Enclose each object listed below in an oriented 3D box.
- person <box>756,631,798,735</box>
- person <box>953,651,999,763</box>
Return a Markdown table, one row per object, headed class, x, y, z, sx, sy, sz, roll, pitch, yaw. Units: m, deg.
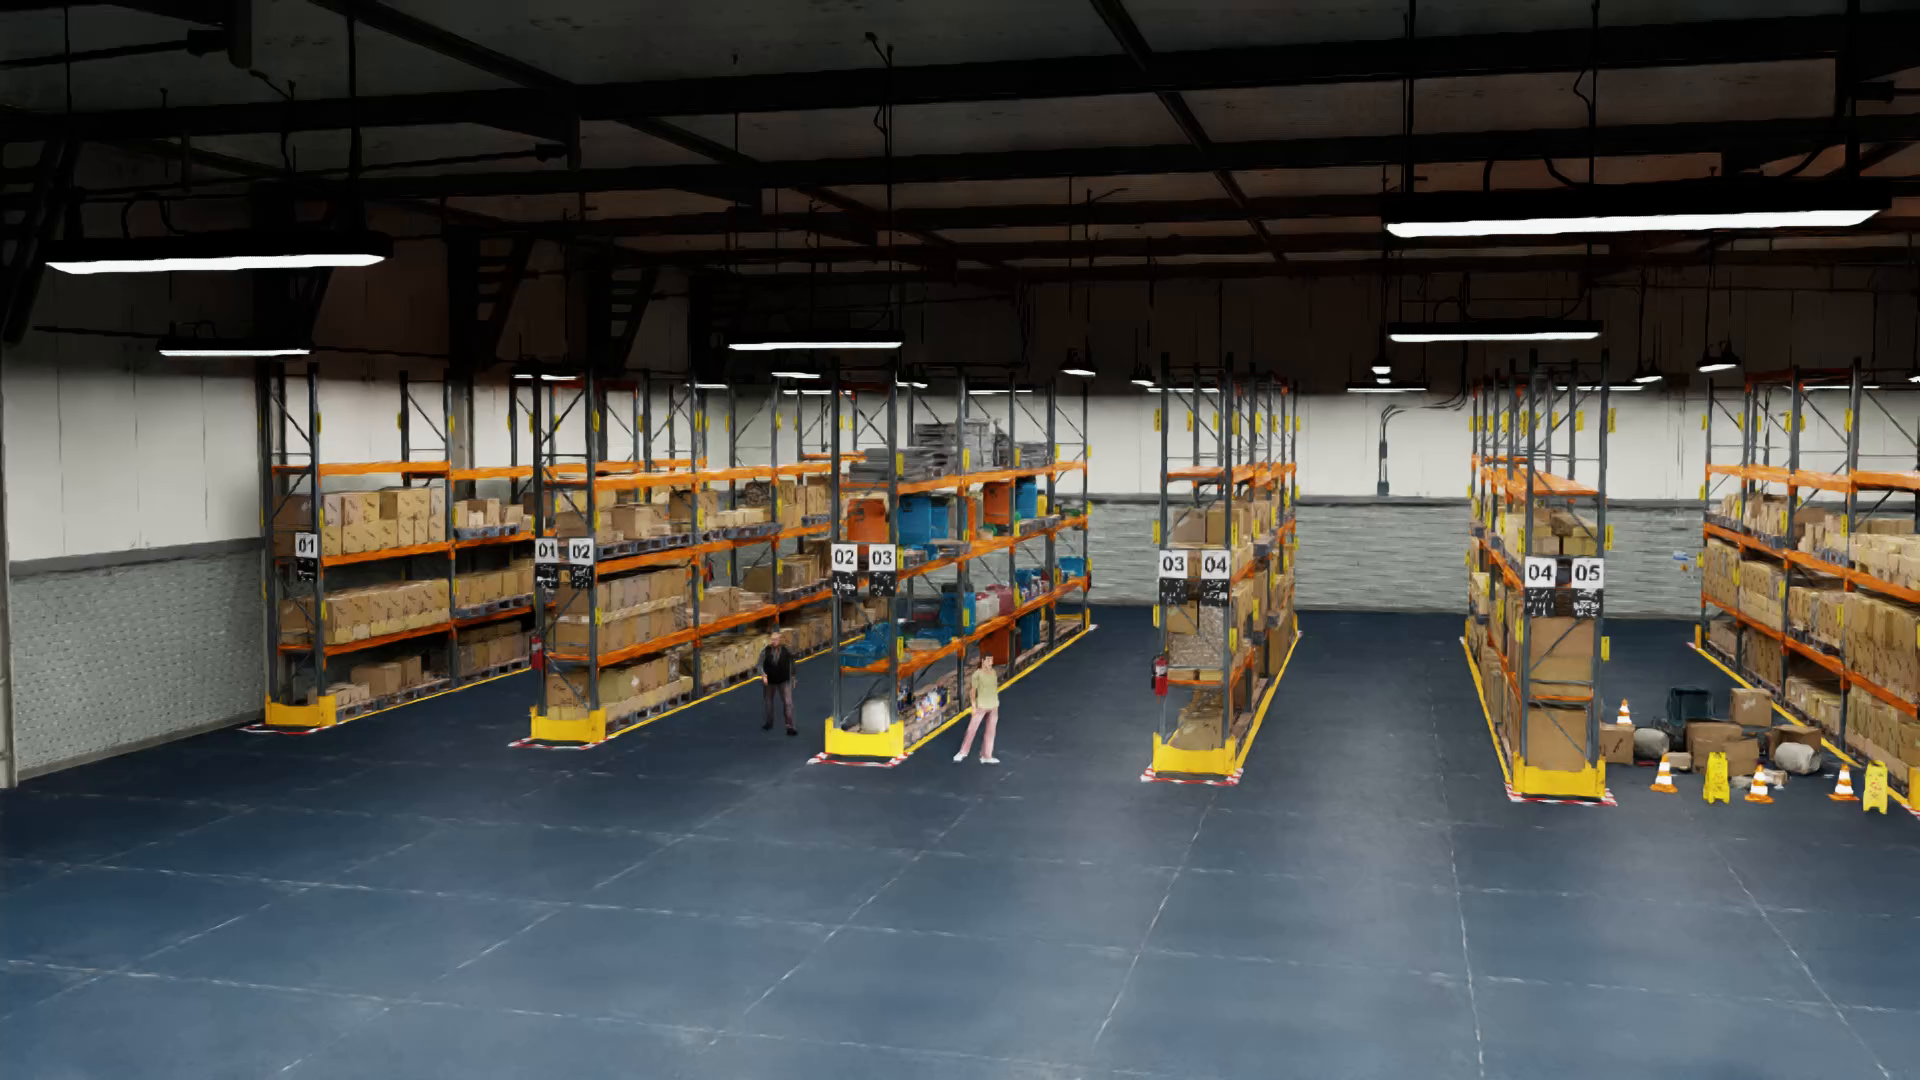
| class | x | y | z | sx | sy | sz | roll | pitch | yaw |
| --- | --- | --- | --- | --- | --- | --- | --- | --- | --- |
| person | -2.943 | 2.282 | 26.813 | 0.682 | 1.661 | 0.844 | 0 | 4 | -2 |
| person | 0.238 | 2.455 | 24.460 | 0.648 | 1.664 | 0.476 | -2 | 5 | -29 |
